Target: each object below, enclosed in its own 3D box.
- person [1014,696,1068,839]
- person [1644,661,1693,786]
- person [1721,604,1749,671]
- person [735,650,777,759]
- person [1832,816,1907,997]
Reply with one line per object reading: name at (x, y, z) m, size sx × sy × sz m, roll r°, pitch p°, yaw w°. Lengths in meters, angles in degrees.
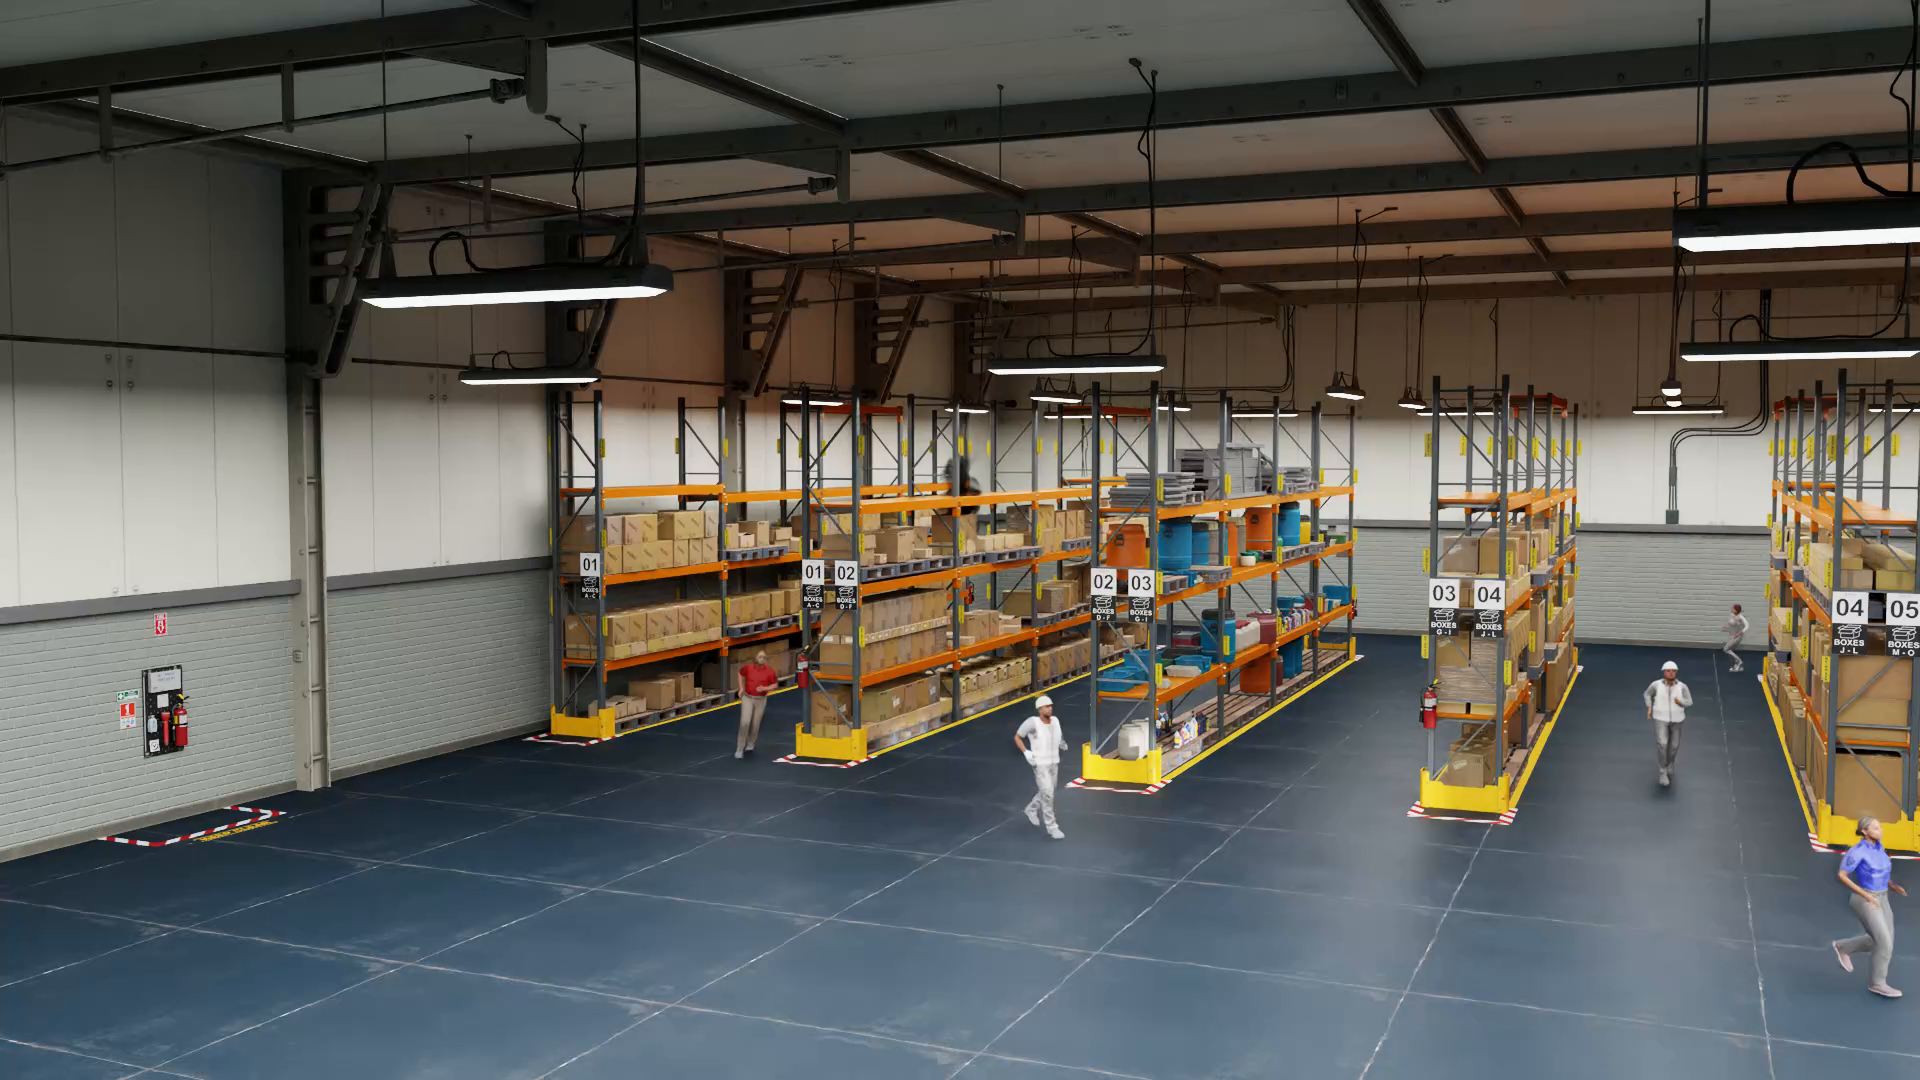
person at (1.094, 2.911, 21.548) m, size 0.678 × 1.790 × 0.823 m, roll -3°, pitch 4°, yaw -40°
person at (10.642, 2.723, 24.978) m, size 0.641 × 1.809 × 0.868 m, roll 1°, pitch 3°, yaw 13°
person at (17.260, 2.194, 37.073) m, size 0.543 × 1.512 × 0.543 m, roll 0°, pitch 3°, yaw 8°
person at (-3.334, 2.668, 27.136) m, size 0.699 × 1.750 × 0.773 m, roll 0°, pitch 3°, yaw -8°
person at (8.369, 3.378, 15.352) m, size 0.581 × 1.544 × 0.681 m, roll -2°, pitch 4°, yaw -32°
